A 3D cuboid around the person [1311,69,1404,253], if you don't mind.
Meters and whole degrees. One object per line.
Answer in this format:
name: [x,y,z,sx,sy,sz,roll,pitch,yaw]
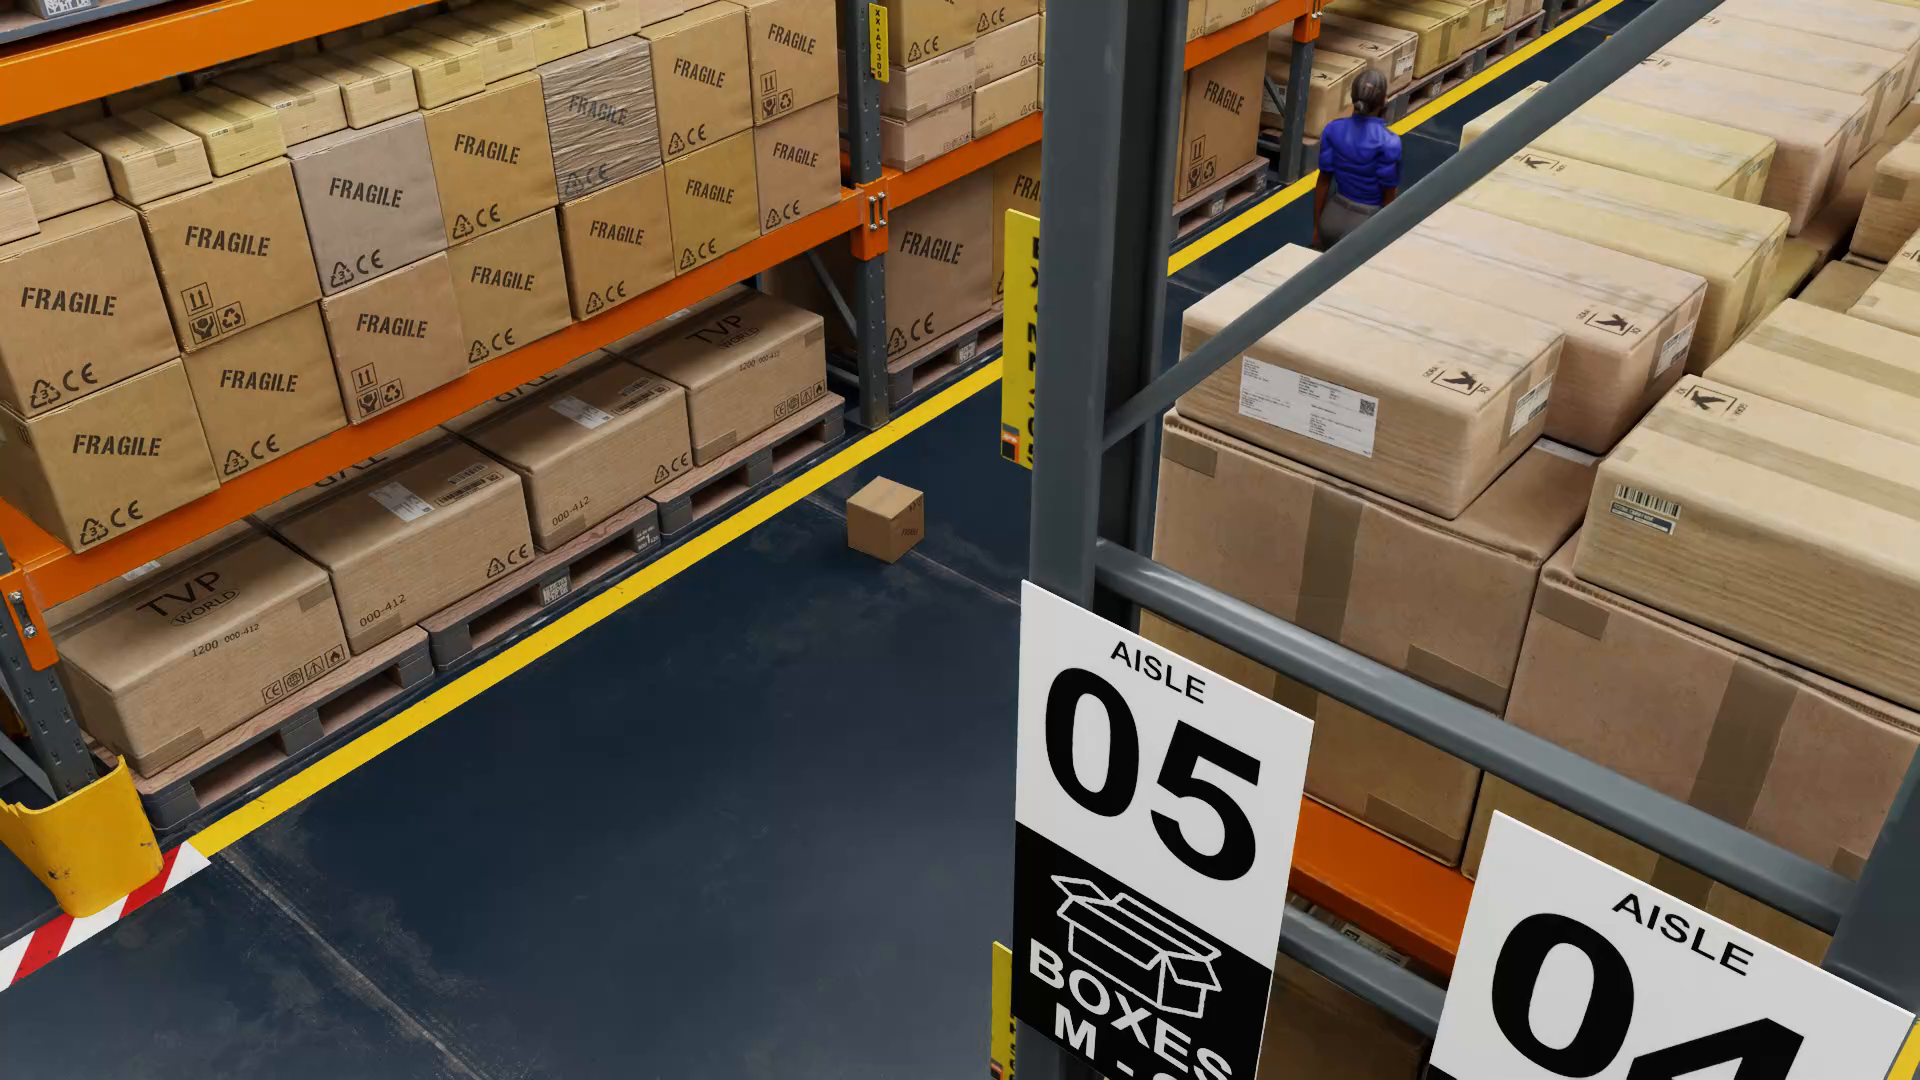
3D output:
person: [1.952,-1.542,8.304,0.727,1.631,0.445,-29,45,-35]
